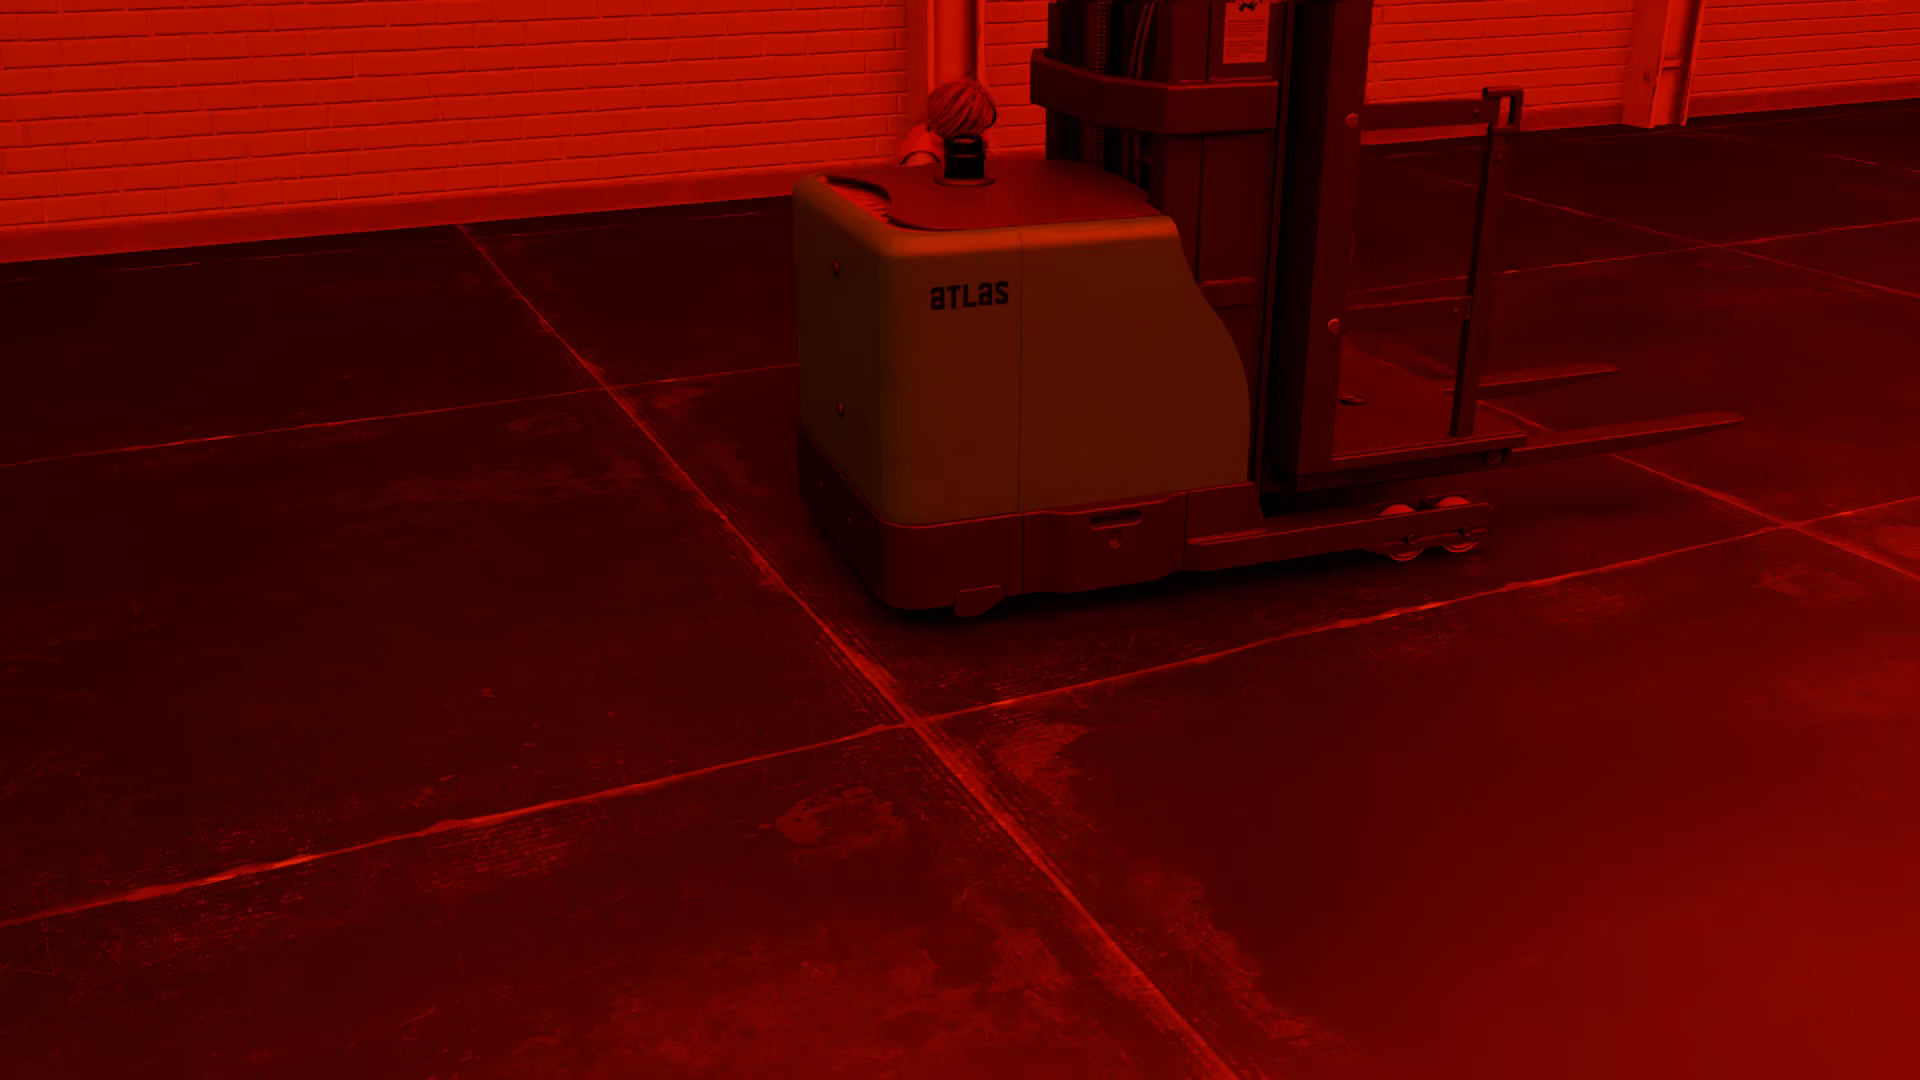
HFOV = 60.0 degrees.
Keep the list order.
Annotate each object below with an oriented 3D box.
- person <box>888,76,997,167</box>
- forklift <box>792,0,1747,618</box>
[{"bbox_3d":[0.091,-0.891,5.620,0.843,1.339,0.916,9,24,20],"label":"person"},{"bbox_3d":[1.063,-1.472,4.830,3.031,2.935,1.130,-8,24,-18],"label":"forklift"}]
